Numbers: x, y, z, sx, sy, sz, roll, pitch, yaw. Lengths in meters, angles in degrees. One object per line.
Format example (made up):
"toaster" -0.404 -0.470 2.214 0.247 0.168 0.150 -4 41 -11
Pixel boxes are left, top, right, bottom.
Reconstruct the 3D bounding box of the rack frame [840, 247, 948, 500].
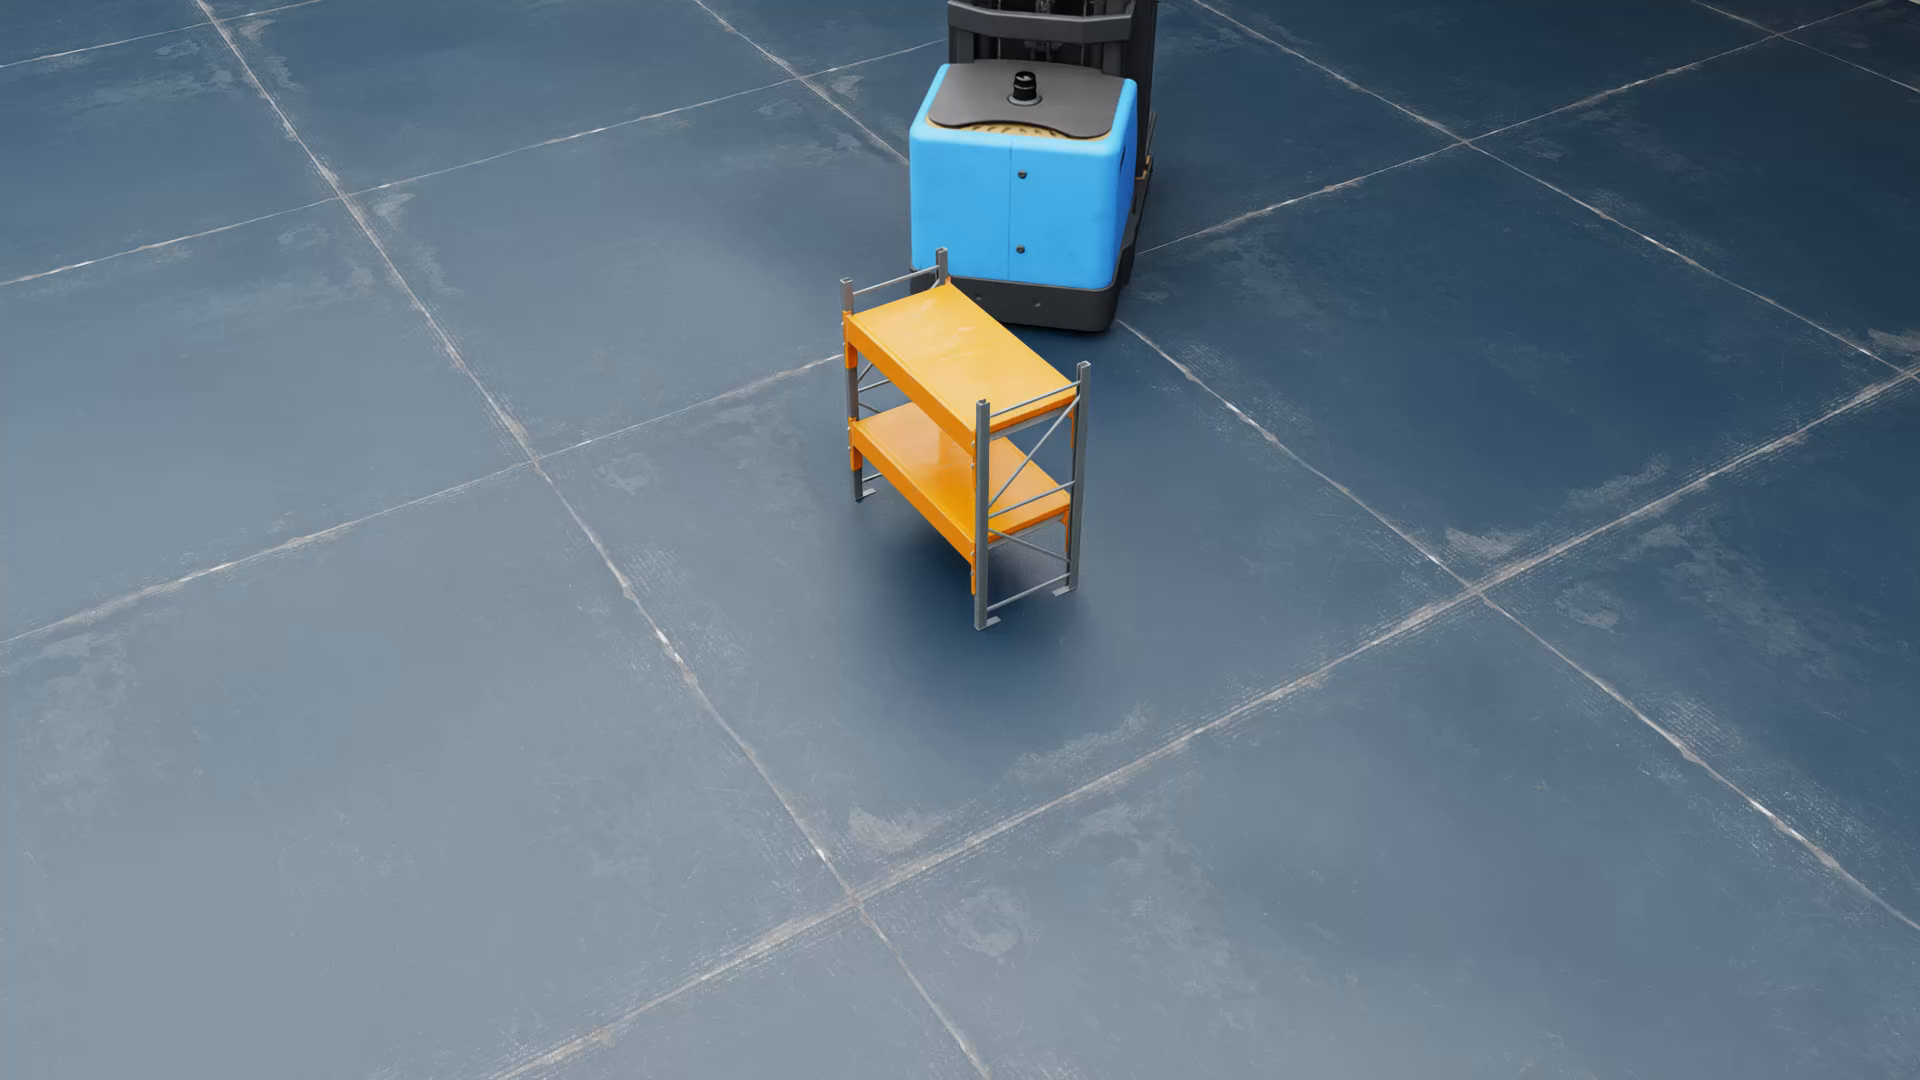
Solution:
"rack frame" -0.270 -0.703 7.215 0.500 1.125 0.032 -22 45 -24

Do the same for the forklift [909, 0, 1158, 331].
"forklift" 0.528 -3.128 8.715 1.130 2.935 3.031 7 40 8

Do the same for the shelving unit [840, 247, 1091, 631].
"shelving unit" 0.004 -0.428 6.886 0.538 1.125 1.048 -22 45 -24

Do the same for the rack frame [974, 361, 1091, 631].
"rack frame" 0.277 -0.154 6.556 0.500 1.125 0.032 -22 45 -24

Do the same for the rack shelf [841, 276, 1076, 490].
"rack shelf" 0.004 -0.653 6.698 0.538 0.278 1.000 -22 45 -24

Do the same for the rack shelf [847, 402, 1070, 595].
"rack shelf" 0.004 -0.241 7.042 0.538 0.278 1.000 -22 45 -24
